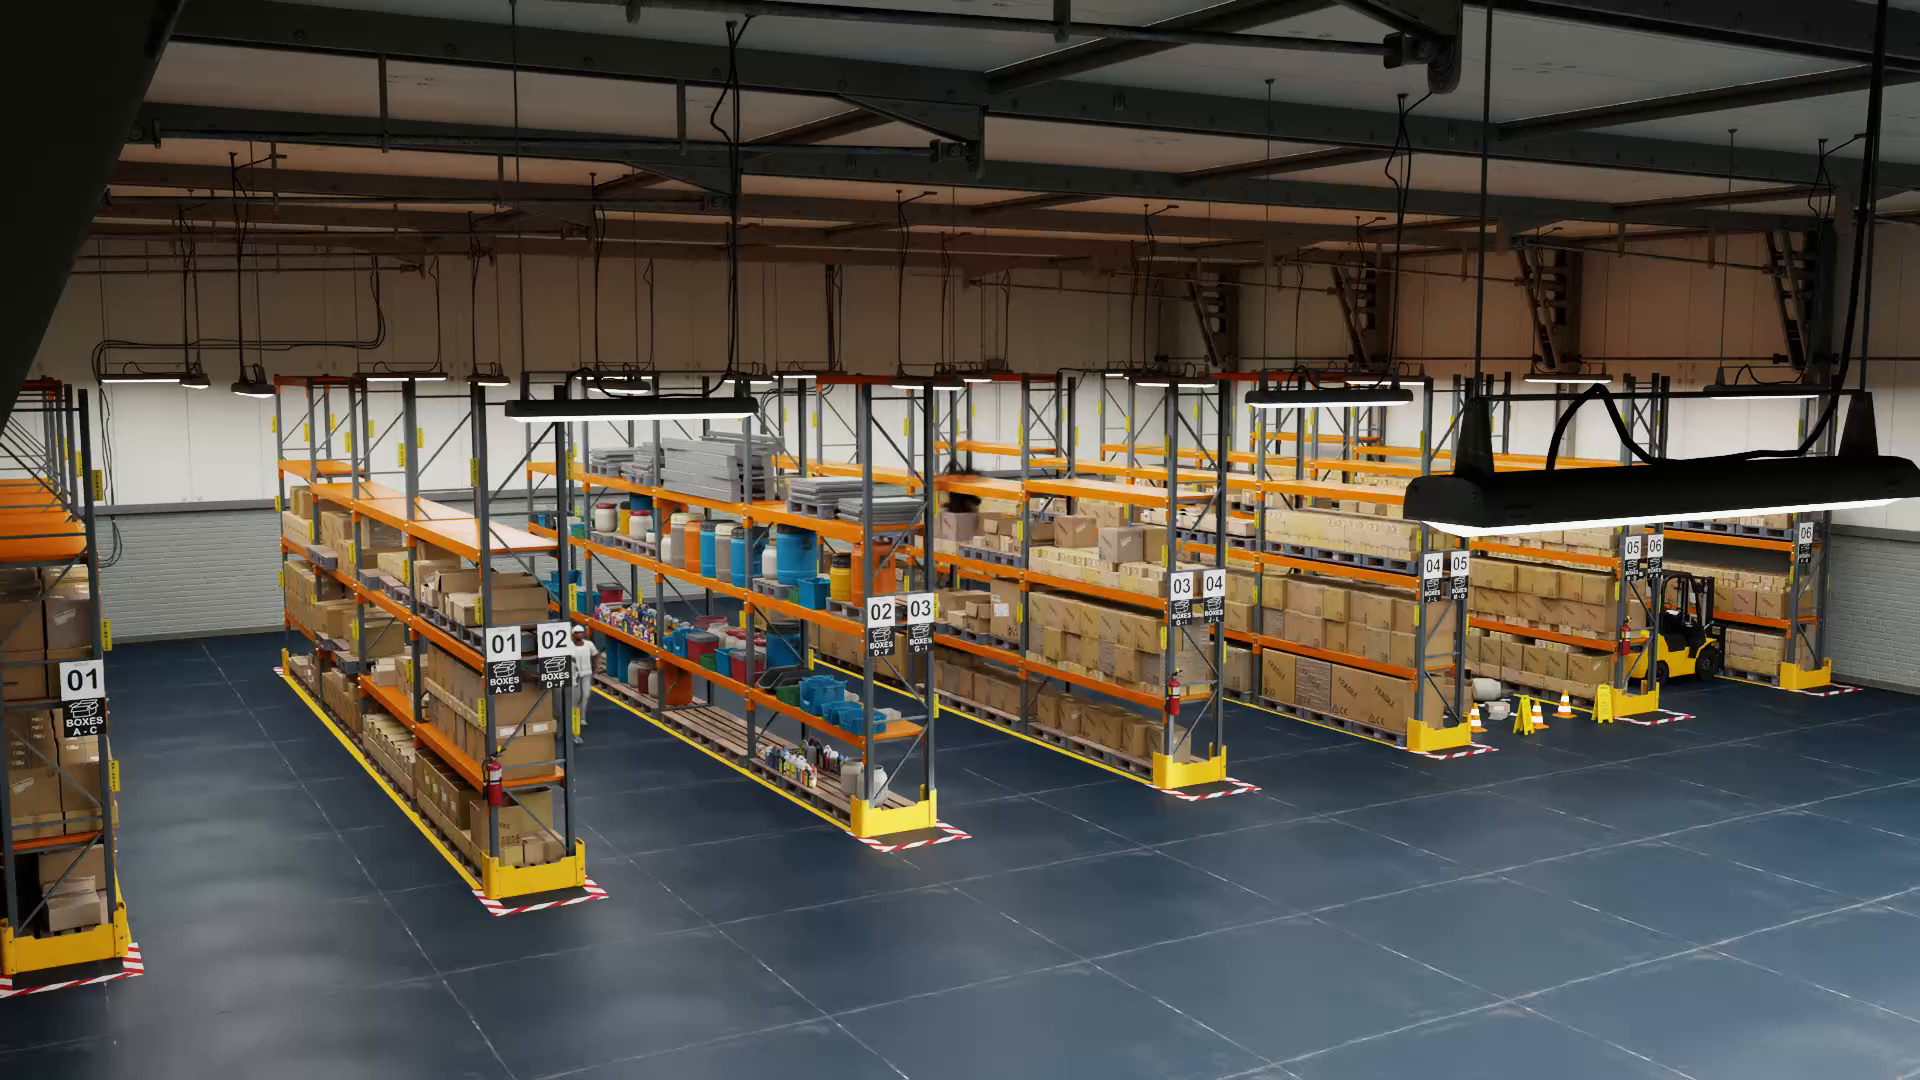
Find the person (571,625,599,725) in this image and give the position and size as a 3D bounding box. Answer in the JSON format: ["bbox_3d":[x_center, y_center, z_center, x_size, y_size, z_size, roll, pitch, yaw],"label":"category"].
[{"bbox_3d":[-6.591,2.333,28.857,0.713,1.727,0.737,-3,7,-24],"label":"person"}]

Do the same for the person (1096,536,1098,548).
[{"bbox_3d":[3.748,0.637,44.651,0.897,1.636,0.620,0,6,4],"label":"person"}]

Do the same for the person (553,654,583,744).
[{"bbox_3d":[-6.507,2.457,27.432,0.575,1.696,0.909,-5,8,-36],"label":"person"}]

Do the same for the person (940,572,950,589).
[{"bbox_3d":[-0.358,0.831,42.382,0.689,1.730,0.632,6,9,43],"label":"person"}]
